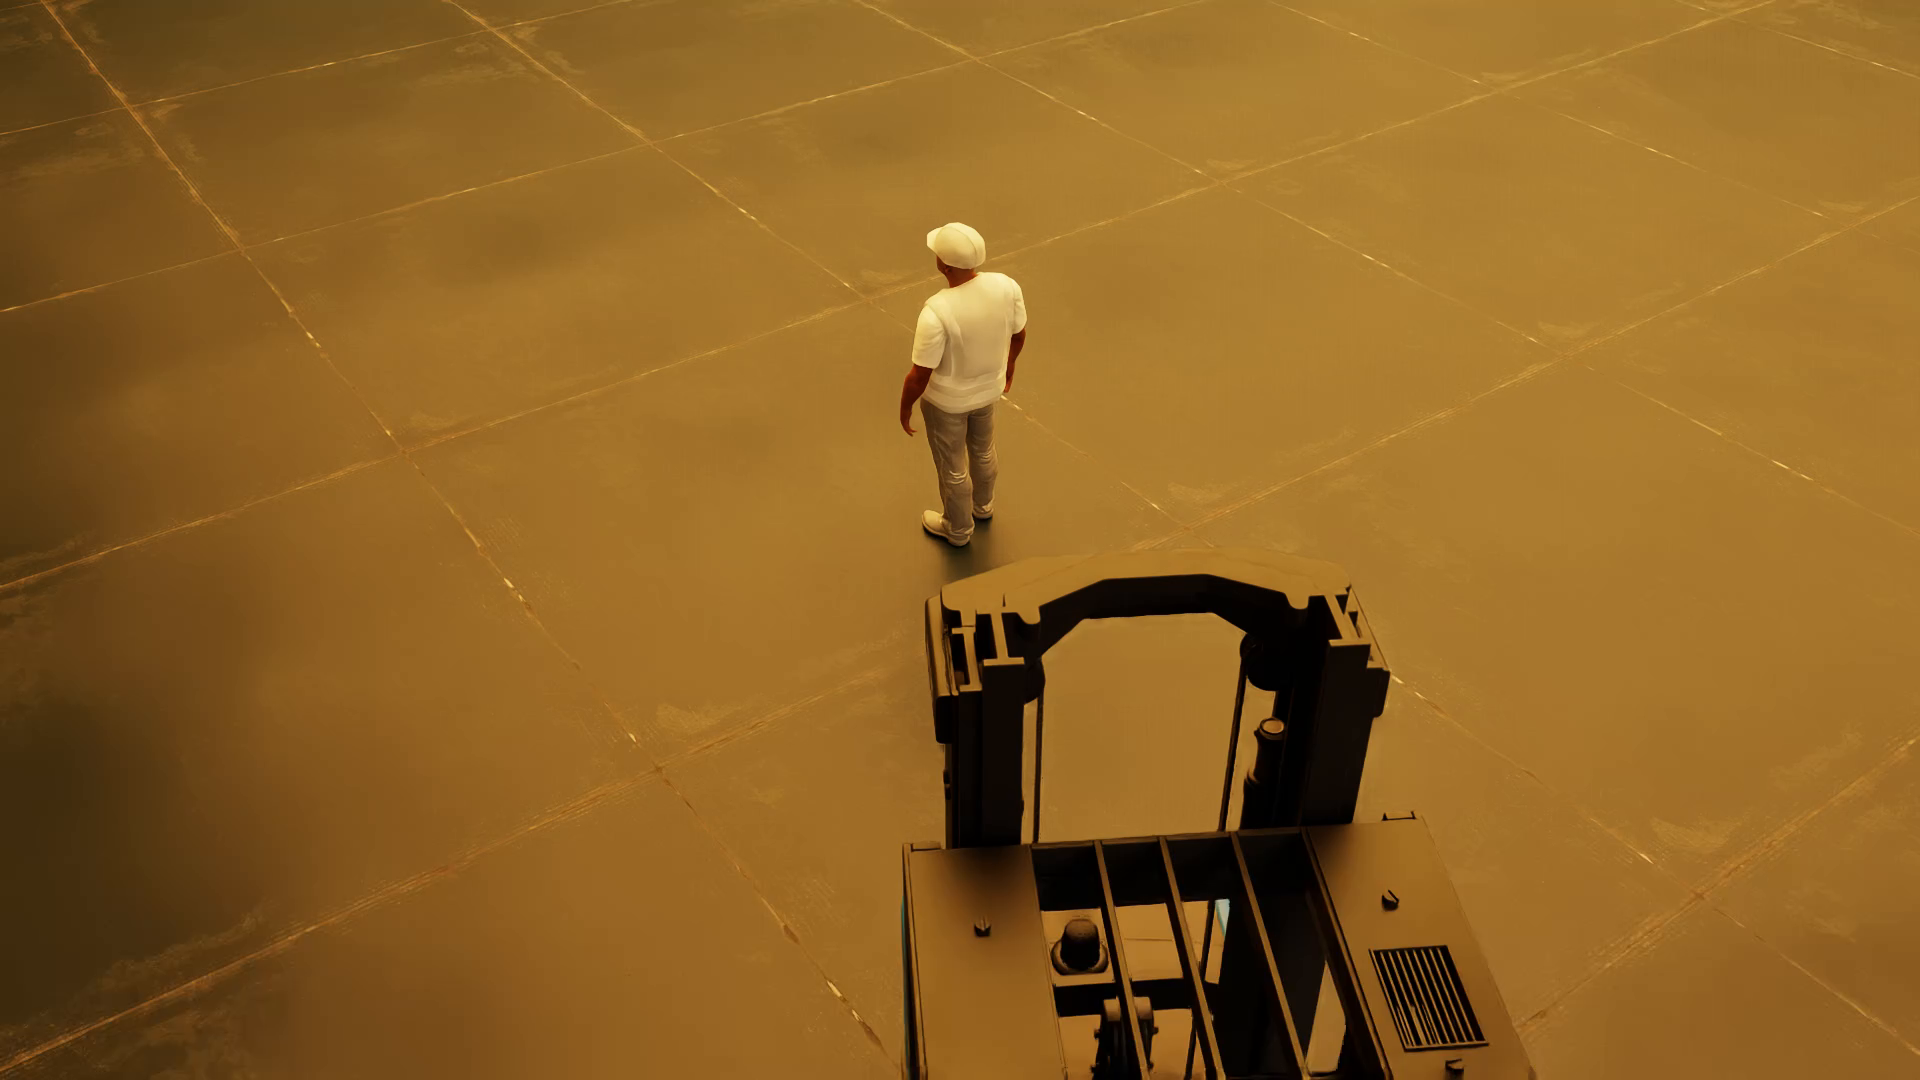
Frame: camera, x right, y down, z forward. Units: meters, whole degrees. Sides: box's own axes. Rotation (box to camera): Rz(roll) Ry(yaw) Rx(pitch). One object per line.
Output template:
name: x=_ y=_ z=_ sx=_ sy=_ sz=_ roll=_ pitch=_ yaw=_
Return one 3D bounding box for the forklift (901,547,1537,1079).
forklift: x=0.447 y=1.596 z=3.786 sx=1.130 sy=2.935 sz=3.031 roll=-3 pitch=37 yaw=-4

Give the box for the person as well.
person: x=-0.035 y=-0.752 z=7.929 sx=0.665 sy=1.765 sz=0.577 roll=-23 pitch=42 yaw=-28
